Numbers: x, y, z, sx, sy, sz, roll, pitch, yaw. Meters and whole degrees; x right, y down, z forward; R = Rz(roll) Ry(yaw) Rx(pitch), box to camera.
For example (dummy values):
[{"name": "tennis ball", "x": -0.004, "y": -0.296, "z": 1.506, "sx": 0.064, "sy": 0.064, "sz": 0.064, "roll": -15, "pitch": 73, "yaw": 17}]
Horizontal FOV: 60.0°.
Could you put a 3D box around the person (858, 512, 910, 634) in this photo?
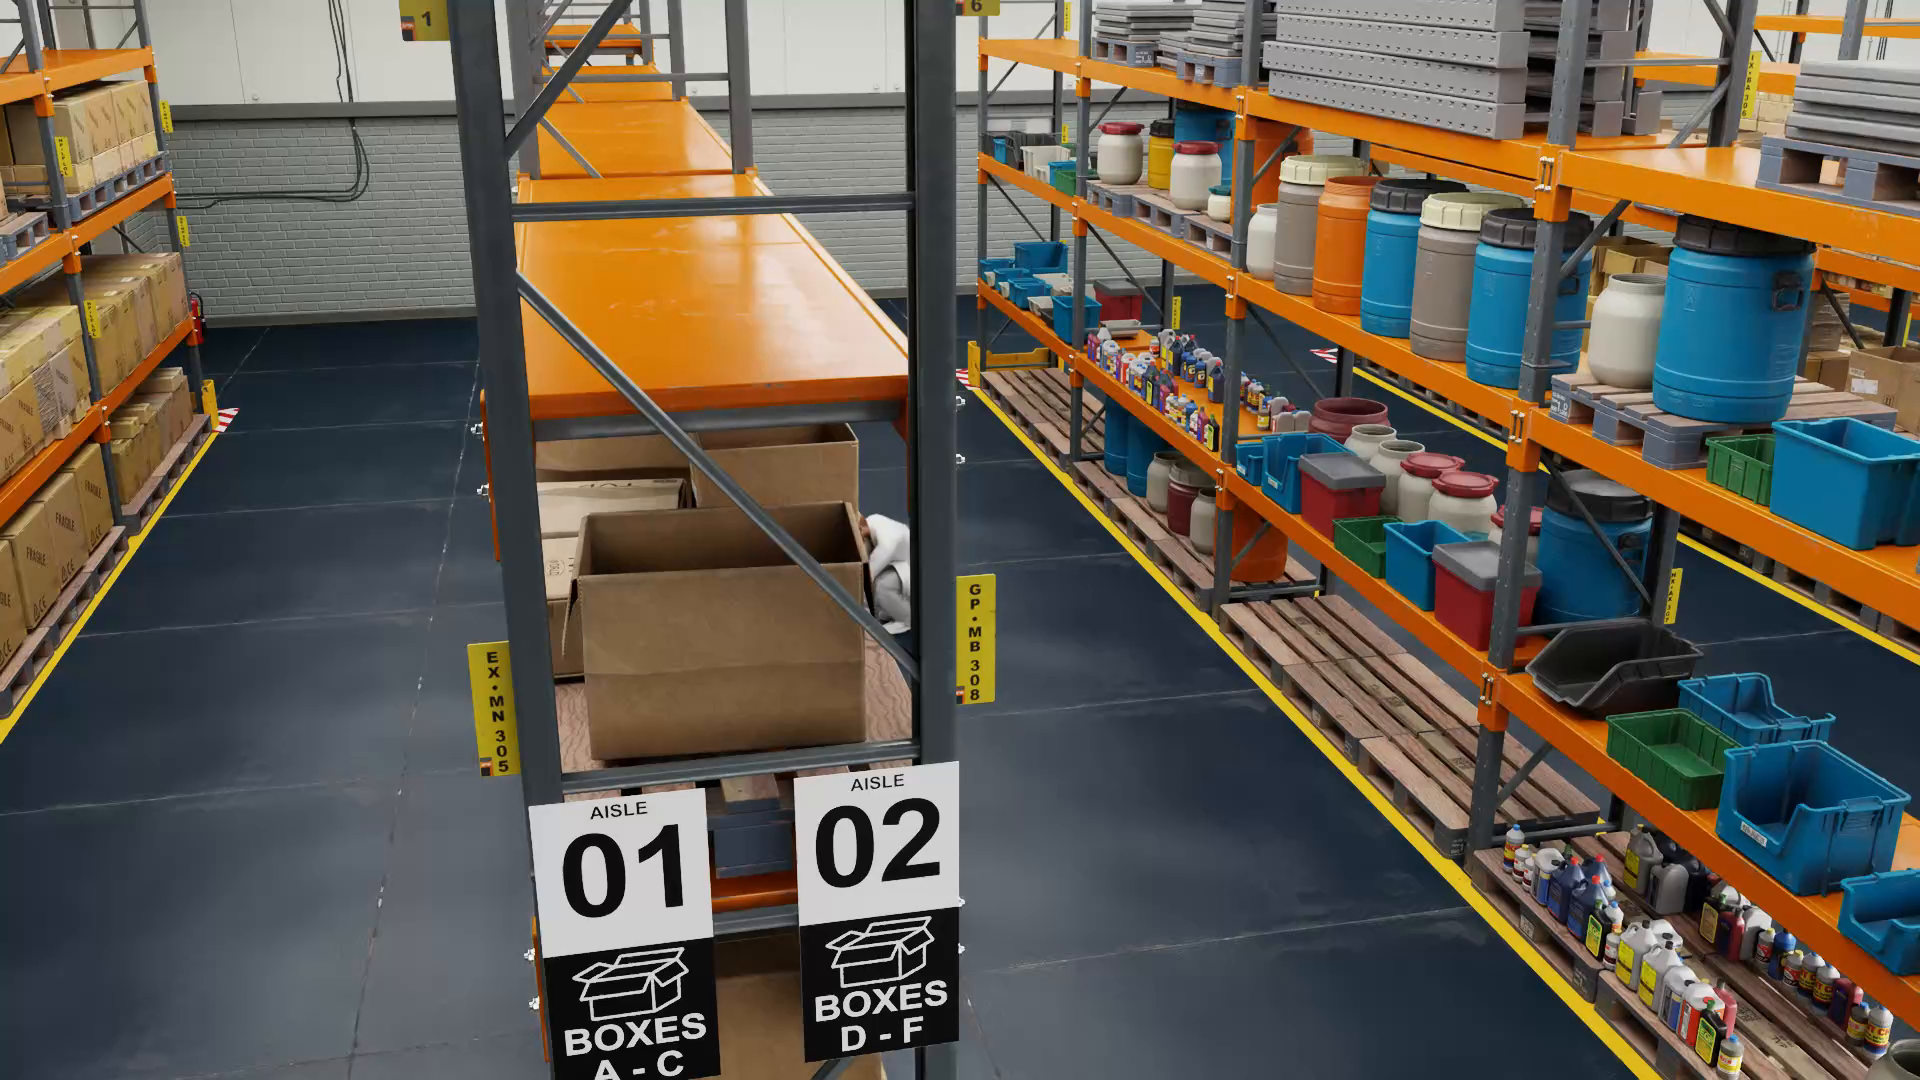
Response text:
[{"name": "person", "x": -0.578, "y": 0.213, "z": 12.993, "sx": 0.919, "sy": 1.008, "sz": 0.579, "roll": -5, "pitch": 20, "yaw": -14}]
